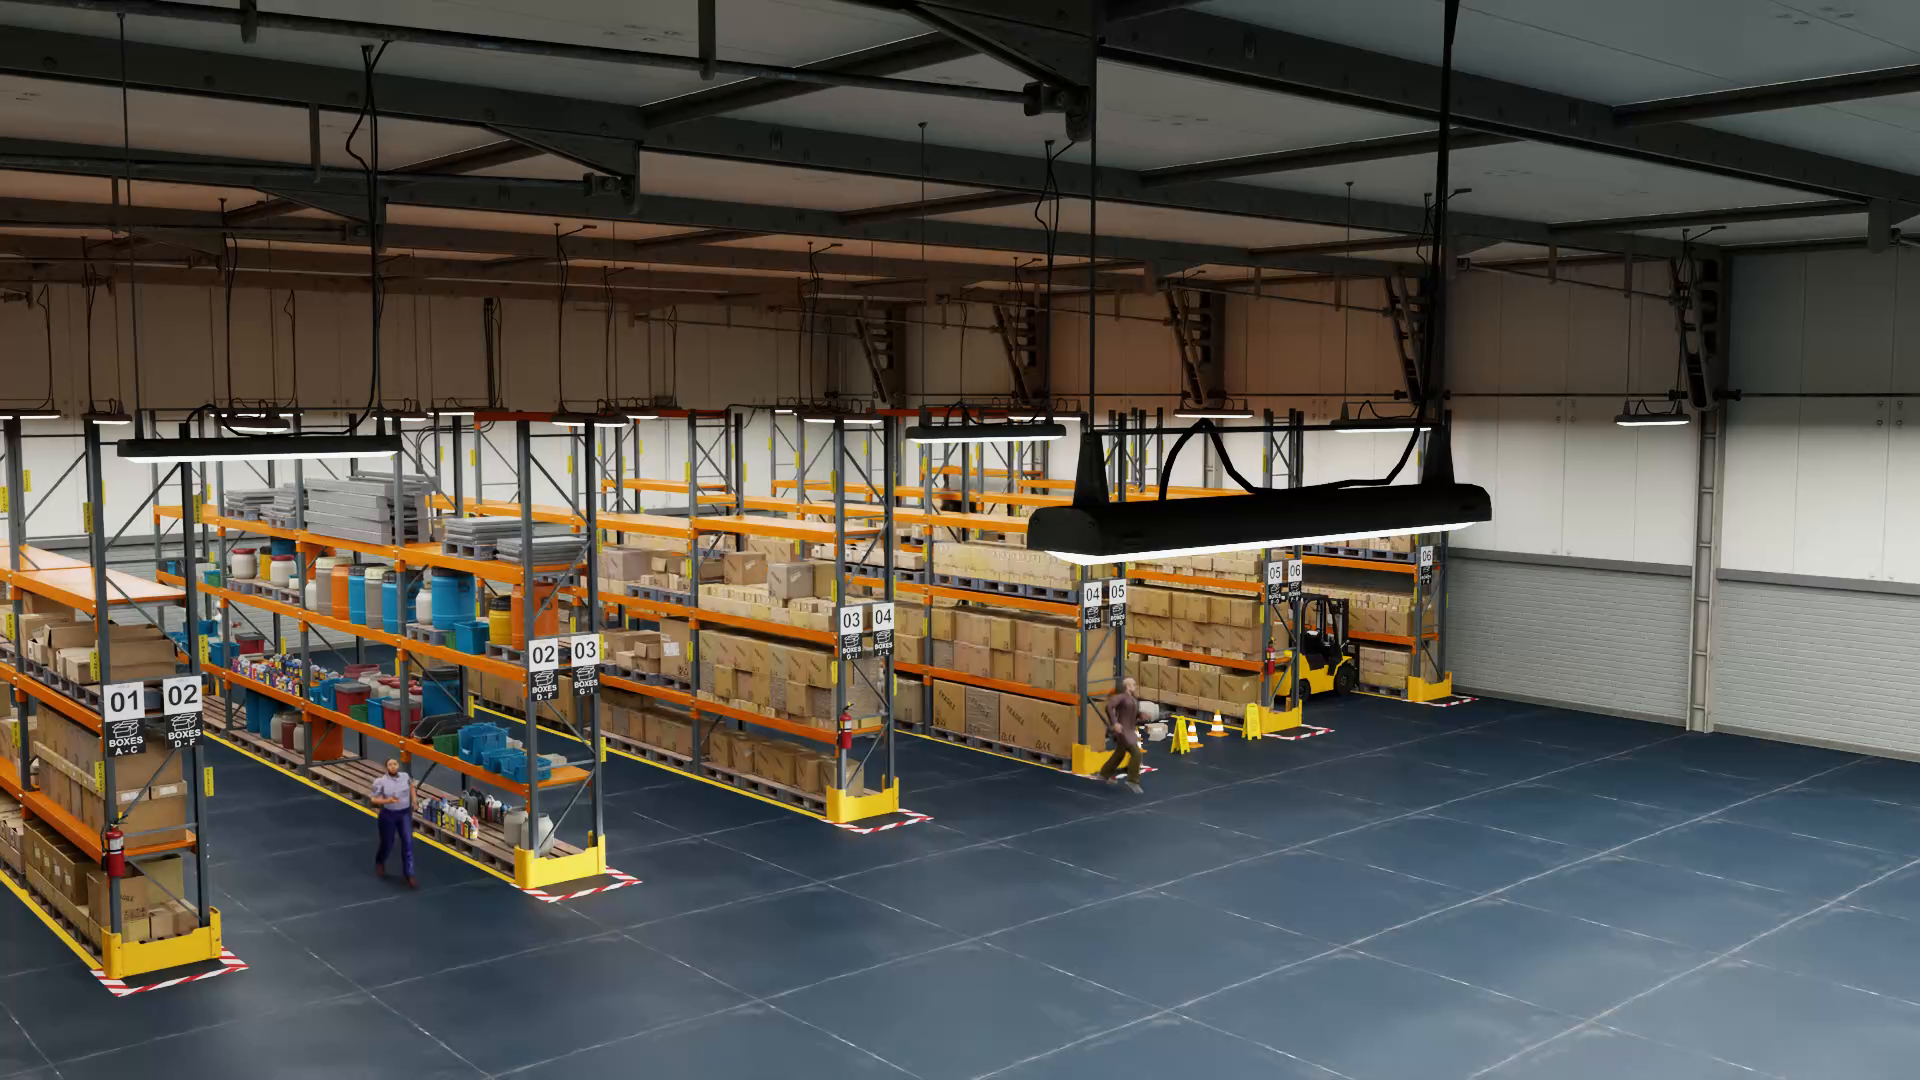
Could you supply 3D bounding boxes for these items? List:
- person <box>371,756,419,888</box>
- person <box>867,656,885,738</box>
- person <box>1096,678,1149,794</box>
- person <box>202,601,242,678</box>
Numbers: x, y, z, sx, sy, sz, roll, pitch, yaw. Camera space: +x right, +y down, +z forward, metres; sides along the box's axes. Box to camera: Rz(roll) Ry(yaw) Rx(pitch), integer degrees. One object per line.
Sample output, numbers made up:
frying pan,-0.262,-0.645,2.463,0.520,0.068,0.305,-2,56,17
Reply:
person,-7.309,3.619,21.556,0.612,1.607,0.985,-3,6,-33
person,-1.519,2.842,30.412,0.602,1.619,0.730,-4,6,-39
person,2.621,3.119,26.713,0.862,1.820,0.709,2,5,20
person,-16.186,2.213,36.582,0.944,1.780,0.693,-2,6,-26
